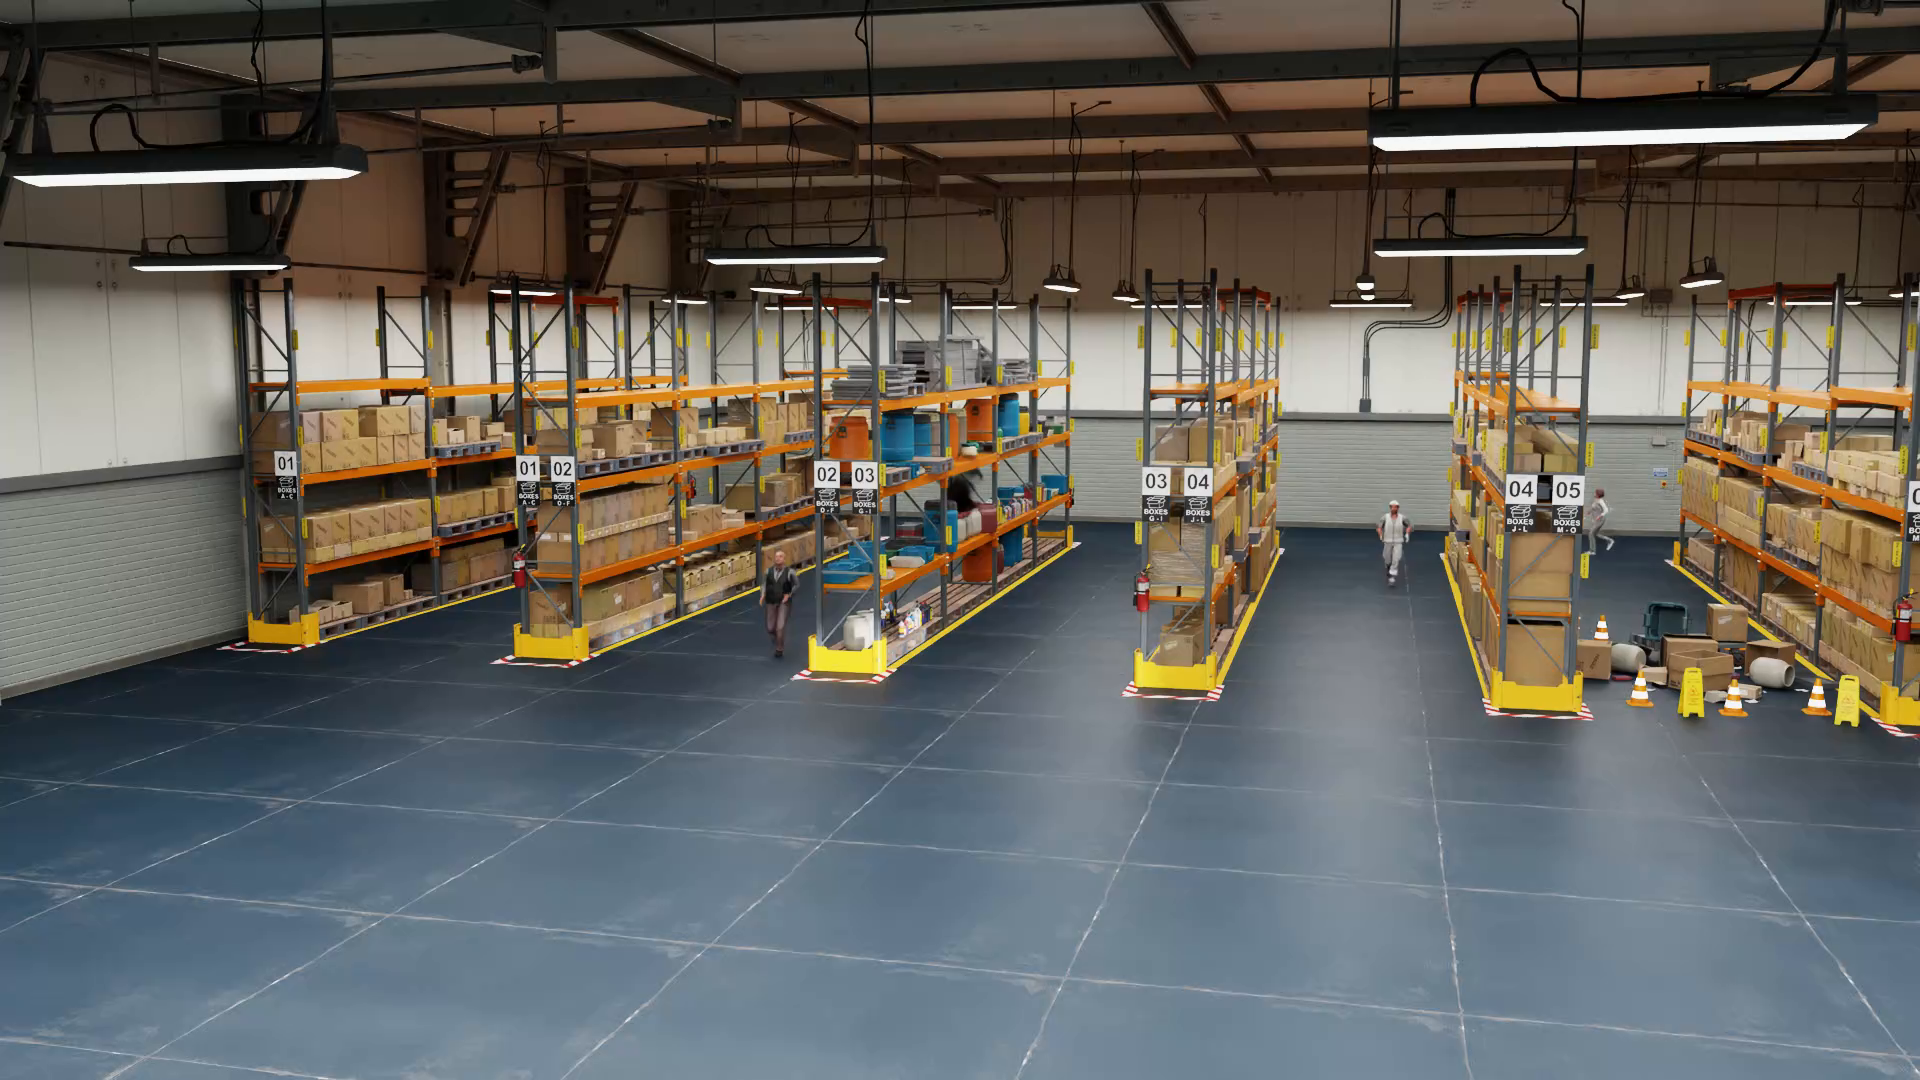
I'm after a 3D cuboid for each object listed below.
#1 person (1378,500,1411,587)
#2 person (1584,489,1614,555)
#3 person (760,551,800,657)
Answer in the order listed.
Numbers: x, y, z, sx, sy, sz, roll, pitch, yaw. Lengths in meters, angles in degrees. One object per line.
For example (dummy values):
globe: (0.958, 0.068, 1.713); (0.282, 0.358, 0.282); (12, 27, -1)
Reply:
person: (8.884, 0.067, 34.033); (0.669, 1.755, 0.866); (2, 7, 15)
person: (14.924, -0.422, 38.761); (0.687, 1.558, 0.541); (1, 7, 11)
person: (-2.873, 1.010, 26.430); (0.650, 1.660, 0.602); (1, 7, 8)
